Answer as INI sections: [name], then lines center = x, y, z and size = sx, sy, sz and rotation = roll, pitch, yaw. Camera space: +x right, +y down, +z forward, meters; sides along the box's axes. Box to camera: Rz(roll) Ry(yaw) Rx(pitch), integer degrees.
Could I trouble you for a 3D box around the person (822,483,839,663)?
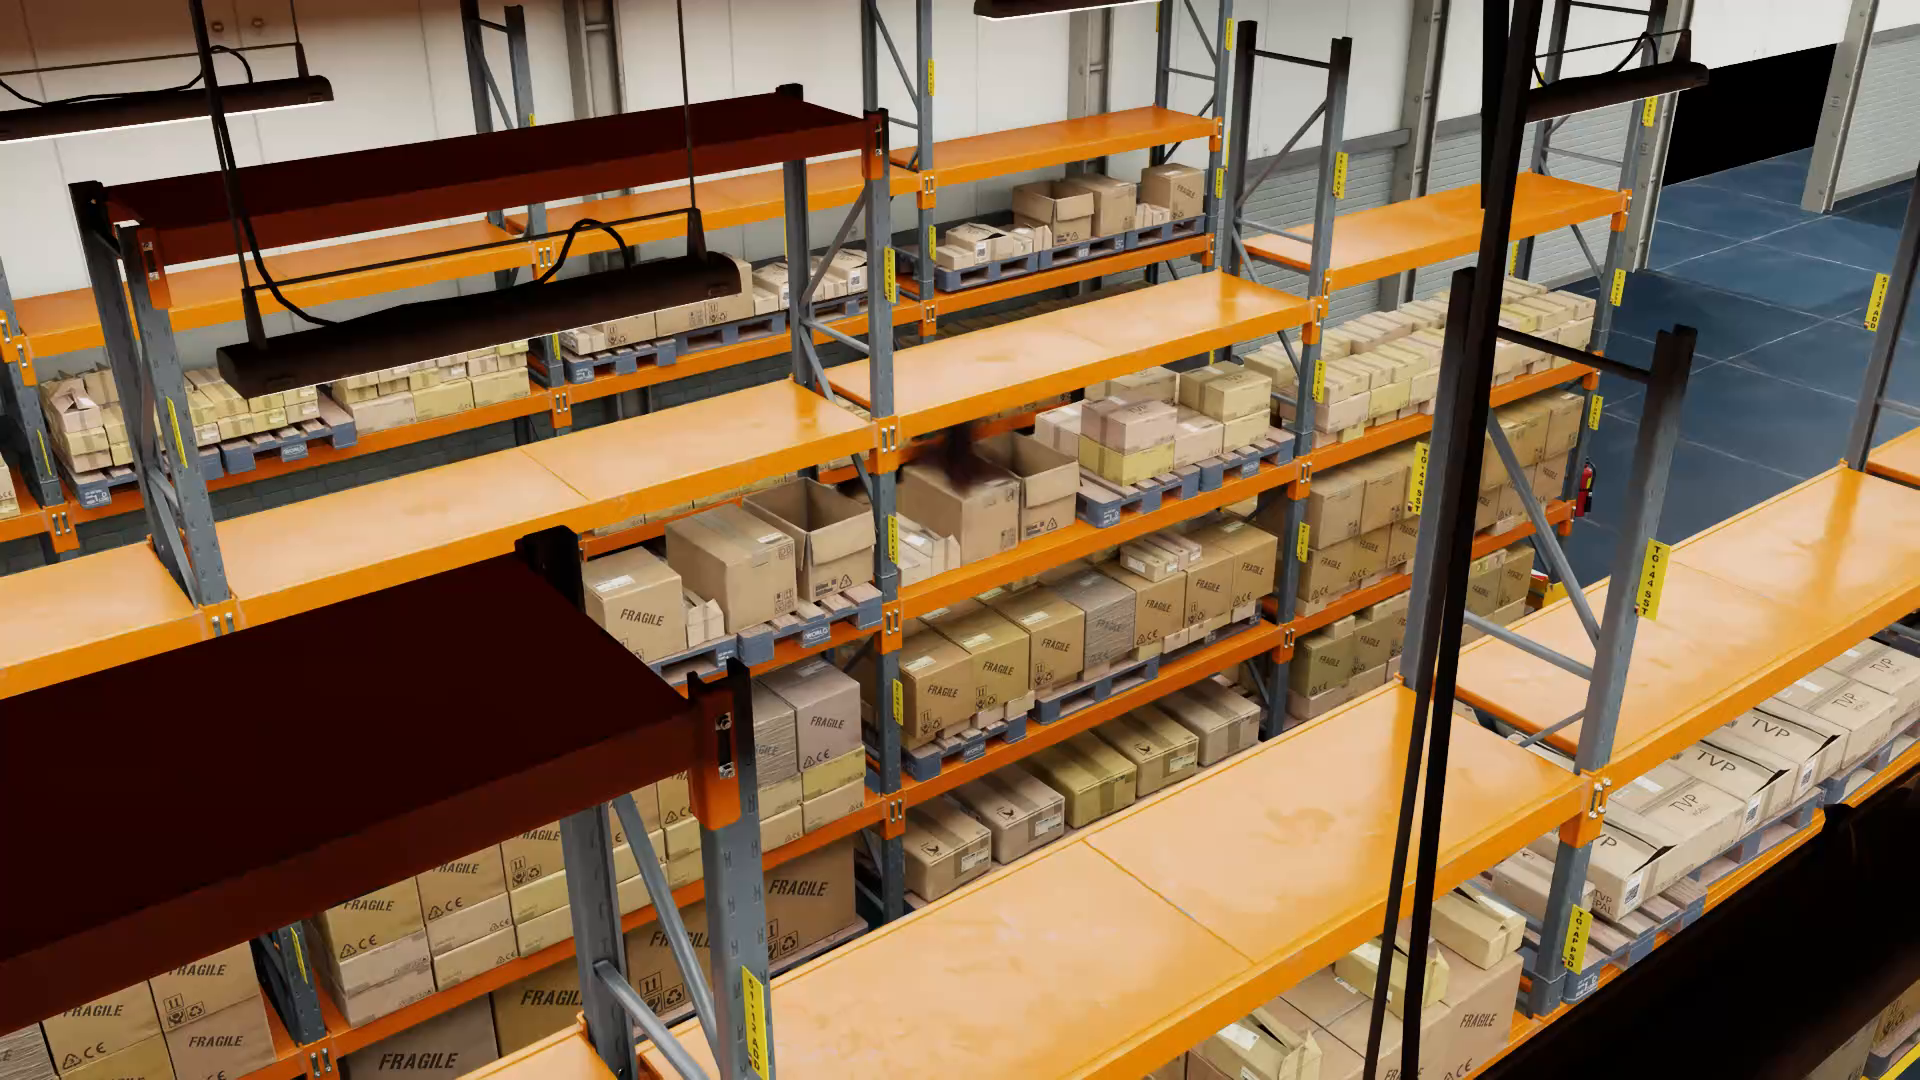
[person]
center = -1.214, 0.358, 14.757
size = 0.599, 1.858, 0.670
rotation = 22, 34, 38
